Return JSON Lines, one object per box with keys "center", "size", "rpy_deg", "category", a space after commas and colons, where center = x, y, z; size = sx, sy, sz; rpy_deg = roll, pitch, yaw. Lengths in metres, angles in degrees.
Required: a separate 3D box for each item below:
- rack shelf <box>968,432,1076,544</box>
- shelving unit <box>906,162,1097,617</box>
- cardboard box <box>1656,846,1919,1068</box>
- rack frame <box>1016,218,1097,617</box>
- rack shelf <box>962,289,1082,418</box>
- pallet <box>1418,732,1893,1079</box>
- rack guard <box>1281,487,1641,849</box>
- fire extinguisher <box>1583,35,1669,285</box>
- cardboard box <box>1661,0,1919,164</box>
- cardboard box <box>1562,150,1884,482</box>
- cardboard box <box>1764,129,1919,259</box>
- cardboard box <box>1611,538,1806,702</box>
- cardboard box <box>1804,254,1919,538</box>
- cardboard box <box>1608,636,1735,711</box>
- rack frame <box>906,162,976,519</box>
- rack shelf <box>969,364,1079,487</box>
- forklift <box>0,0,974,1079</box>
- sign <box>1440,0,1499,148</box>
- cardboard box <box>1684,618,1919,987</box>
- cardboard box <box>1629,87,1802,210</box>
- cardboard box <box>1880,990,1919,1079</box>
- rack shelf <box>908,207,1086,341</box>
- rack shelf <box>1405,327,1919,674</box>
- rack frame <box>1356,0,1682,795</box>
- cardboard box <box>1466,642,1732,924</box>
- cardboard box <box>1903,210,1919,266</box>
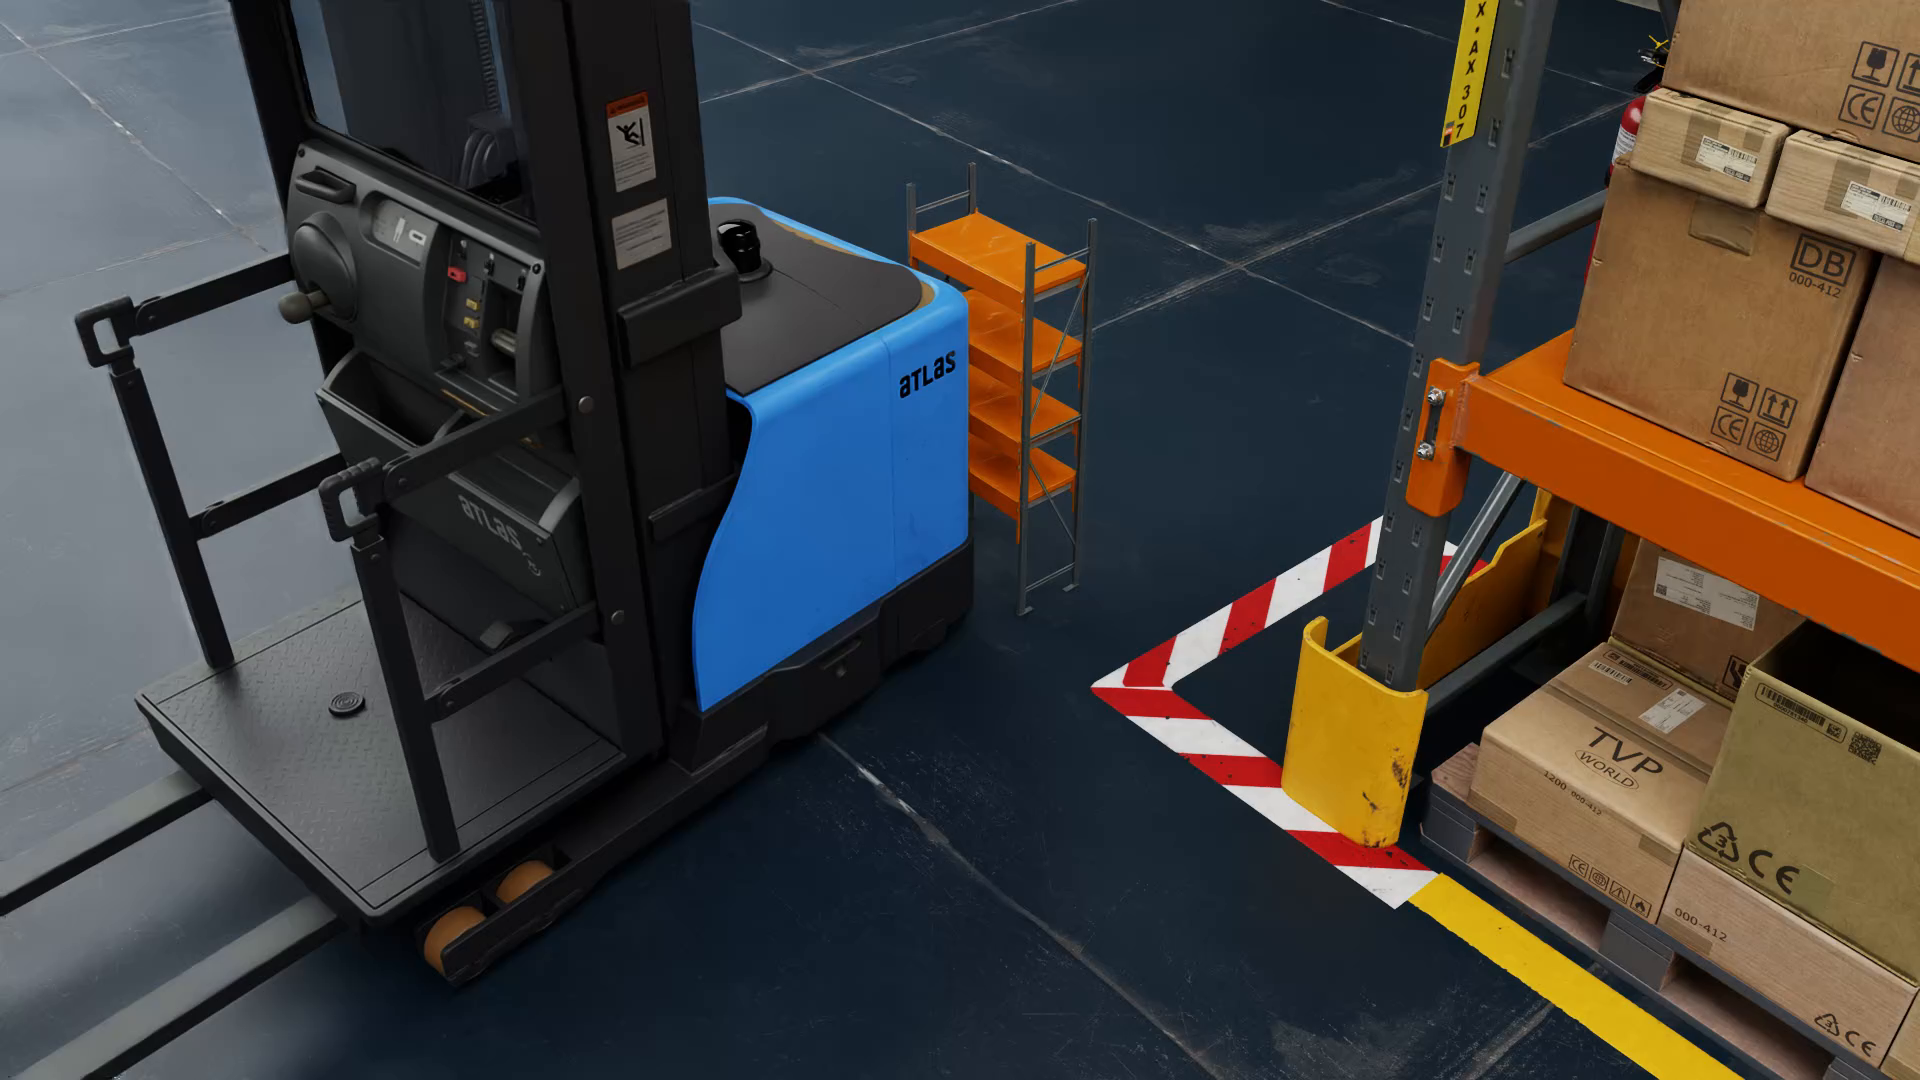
{"center": [0.107, -0.200, 4.954], "size": [0.258, 0.148, 0.480], "rpy_deg": [-26, 43, -32], "category": "rack shelf"}
{"center": [0.107, -0.417, 4.800], "size": [0.258, 1.200, 0.503], "rpy_deg": [-26, 43, -32], "category": "shelving unit"}
{"center": [1.886, 0.771, 3.582], "size": [0.500, 0.250, 0.500], "rpy_deg": [-26, 43, -32], "category": "cardboard box"}
{"center": [0.264, -0.309, 4.648], "size": [0.240, 1.200, 0.015], "rpy_deg": [-26, 43, -32], "category": "rack frame"}
{"center": [0.107, -0.544, 4.710], "size": [0.258, 0.148, 0.480], "rpy_deg": [-26, 43, -32], "category": "rack shelf"}
{"center": [1.910, 0.741, 4.021], "size": [1.003, 0.211, 1.213], "rpy_deg": [-26, 43, -32], "category": "pallet"}
{"center": [1.369, 0.291, 4.407], "size": [1.175, 0.500, 0.348], "rpy_deg": [-26, 43, -32], "category": "rack guard"}
{"center": [1.663, -0.913, 4.010], "size": [0.296, 0.674, 0.183], "rpy_deg": [-26, 43, -32], "category": "fire extinguisher"}
{"center": [1.710, -1.055, 2.935], "size": [0.700, 0.500, 0.500], "rpy_deg": [-26, 43, -32], "category": "cardboard box"}
{"center": [1.676, -0.549, 3.343], "size": [0.700, 0.500, 0.500], "rpy_deg": [-26, 43, -32], "category": "cardboard box"}
{"center": [1.646, -0.655, 2.932], "size": [0.380, 0.149, 0.250], "rpy_deg": [-27, 43, -33], "category": "cardboard box"}
{"center": [1.958, 0.052, 3.949], "size": [0.500, 0.500, 0.500], "rpy_deg": [-26, 43, -32], "category": "cardboard box"}
{"center": [2.019, -0.319, 3.018], "size": [0.700, 0.500, 0.500], "rpy_deg": [-25, 42, -31], "category": "cardboard box"}
{"center": [1.957, 0.358, 4.164], "size": [0.500, 0.250, 0.500], "rpy_deg": [-26, 43, -32], "category": "cardboard box"}
{"center": [-0.051, -0.524, 4.952], "size": [0.240, 1.200, 0.015], "rpy_deg": [-26, 43, -32], "category": "rack frame"}
{"center": [0.107, -0.362, 4.839], "size": [0.258, 0.148, 0.480], "rpy_deg": [-26, 43, -32], "category": "rack shelf"}
{"center": [-1.320, -0.519, 3.446], "size": [1.130, 2.935, 3.031], "rpy_deg": [27, 44, 33], "category": "forklift"}
{"center": [0.957, -0.900, 3.108], "size": [0.100, 0.325, 0.005], "rpy_deg": [-26, 43, -32], "category": "sign"}
{"center": [1.885, 0.466, 3.364], "size": [0.500, 0.500, 0.500], "rpy_deg": [-26, 43, -32], "category": "cardboard box"}
{"center": [1.474, -0.771, 3.095], "size": [0.380, 0.149, 0.250], "rpy_deg": [-26, 43, -32], "category": "cardboard box"}
{"center": [2.209, 0.992, 3.270], "size": [0.500, 0.250, 0.500], "rpy_deg": [-26, 43, -32], "category": "cardboard box"}
{"center": [0.107, -0.737, 4.573], "size": [0.258, 0.148, 0.480], "rpy_deg": [-26, 43, -32], "category": "rack shelf"}
{"center": [2.675, 0.458, 2.631], "size": [1.077, 0.370, 4.000], "rpy_deg": [-26, 43, -32], "category": "rack shelf"}
{"center": [1.385, -0.719, 3.670], "size": [1.000, 3.000, 0.127], "rpy_deg": [-26, 43, -32], "category": "rack frame"}
{"center": [1.561, 0.552, 3.892], "size": [0.500, 0.250, 0.500], "rpy_deg": [-26, 43, -32], "category": "cardboard box"}
{"center": [1.806, -0.545, 2.776], "size": [0.380, 0.149, 0.250], "rpy_deg": [-26, 43, -32], "category": "cardboard box"}
